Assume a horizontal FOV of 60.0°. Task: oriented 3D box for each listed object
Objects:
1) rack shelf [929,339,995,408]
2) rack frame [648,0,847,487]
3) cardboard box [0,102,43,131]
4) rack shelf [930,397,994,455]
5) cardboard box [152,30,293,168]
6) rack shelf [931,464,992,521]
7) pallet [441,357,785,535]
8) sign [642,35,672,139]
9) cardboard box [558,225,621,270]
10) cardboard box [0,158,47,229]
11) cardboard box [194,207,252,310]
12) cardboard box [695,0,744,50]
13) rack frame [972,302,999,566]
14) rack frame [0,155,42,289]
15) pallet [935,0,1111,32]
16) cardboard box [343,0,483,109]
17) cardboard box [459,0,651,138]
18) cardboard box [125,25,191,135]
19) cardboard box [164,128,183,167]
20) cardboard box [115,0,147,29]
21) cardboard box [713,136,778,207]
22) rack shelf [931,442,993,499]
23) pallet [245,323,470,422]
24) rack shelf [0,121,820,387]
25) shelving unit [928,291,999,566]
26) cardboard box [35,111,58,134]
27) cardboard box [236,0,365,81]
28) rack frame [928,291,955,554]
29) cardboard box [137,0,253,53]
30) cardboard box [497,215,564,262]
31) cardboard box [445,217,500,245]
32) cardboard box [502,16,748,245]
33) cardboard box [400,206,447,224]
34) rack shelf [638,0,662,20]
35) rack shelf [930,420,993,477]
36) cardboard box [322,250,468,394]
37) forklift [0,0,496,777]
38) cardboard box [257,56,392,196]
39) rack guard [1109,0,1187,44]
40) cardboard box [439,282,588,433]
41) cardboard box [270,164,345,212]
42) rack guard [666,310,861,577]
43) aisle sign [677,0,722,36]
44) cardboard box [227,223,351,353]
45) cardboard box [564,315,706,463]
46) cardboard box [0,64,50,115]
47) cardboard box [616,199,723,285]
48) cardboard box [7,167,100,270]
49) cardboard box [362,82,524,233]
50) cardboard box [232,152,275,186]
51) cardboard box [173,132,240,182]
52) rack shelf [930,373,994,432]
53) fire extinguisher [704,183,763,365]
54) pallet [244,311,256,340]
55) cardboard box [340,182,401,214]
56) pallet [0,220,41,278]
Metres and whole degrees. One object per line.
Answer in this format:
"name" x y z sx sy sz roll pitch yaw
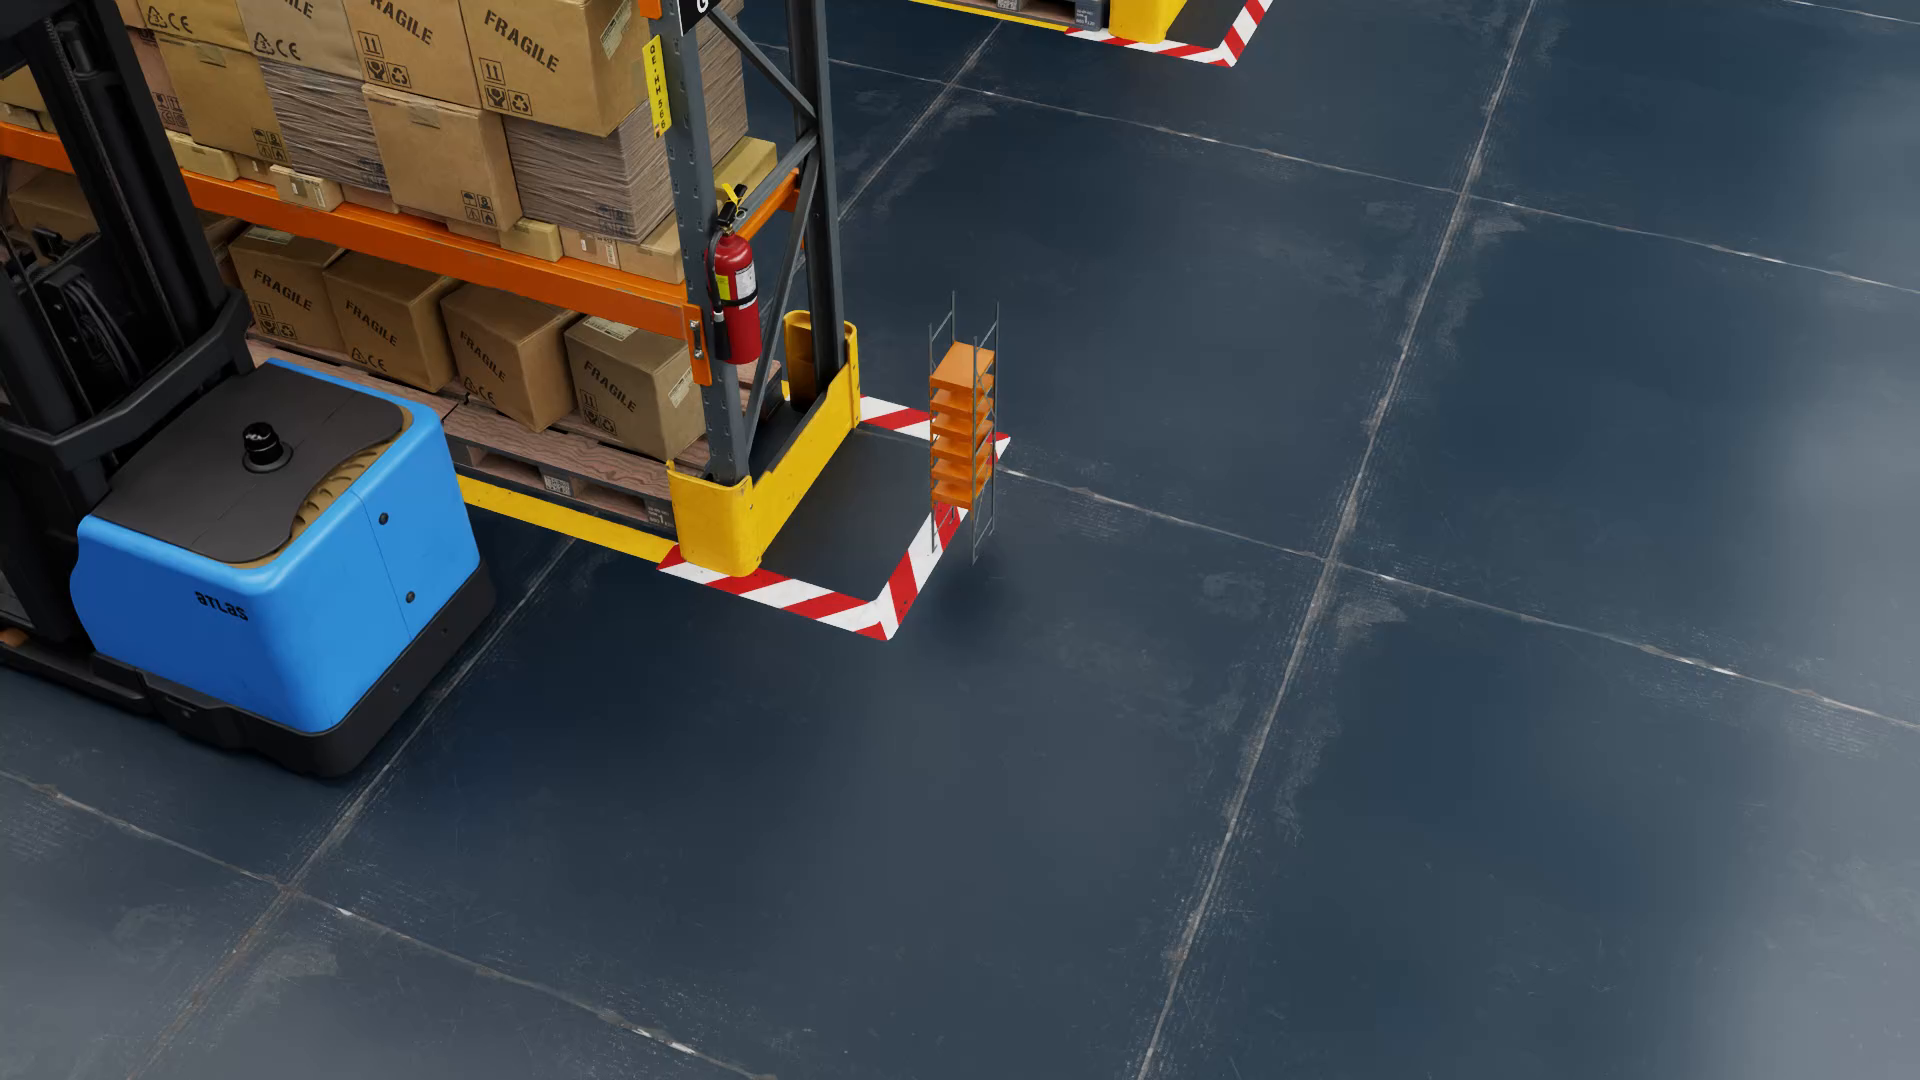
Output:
"rack shelf" 0.014 -0.645 6.439 0.180 0.103 0.258 16 47 16
"rack frame" -0.749 -1.300 6.268 0.127 3.000 1.000 16 47 16
"cardboard box" -3.891 -1.916 7.066 0.250 0.149 0.380 16 47 16
"rack shelf" 0.014 -0.475 6.608 0.180 0.103 0.258 16 47 16
"cardboard box" -2.655 -1.973 6.663 0.500 0.500 0.875 16 47 16
"rack shelf" 0.014 -0.220 6.862 0.180 0.103 0.258 16 47 16
"pallet" -1.555 -0.575 7.518 1.213 0.211 1.003 16 47 16
"sign" -0.981 -1.466 5.391 0.005 0.325 0.100 16 47 16
"cardboard box" -1.322 -1.222 6.368 0.250 0.149 0.380 16 47 16
"cardboard box" -4.999 -1.836 8.268 0.500 0.500 0.700 13 46 13
"cardboard box" -3.555 -1.363 7.807 0.500 0.500 0.500 32 53 28
"cardboard box" -1.151 -2.122 6.104 0.500 0.500 0.500 16 47 16
"rack frame" 0.098 -0.396 6.637 0.006 1.200 0.240 16 47 16
"rack frame" -4.440 -2.386 7.360 0.127 3.000 1.000 16 47 16
"pallet" 0.486 -3.679 10.637 1.213 0.211 1.003 16 47 16
"cardboard box" -1.815 -1.916 5.897 0.500 0.500 0.500 16 47 16
"cardboard box" -1.351 -1.783 5.764 0.500 0.500 0.500 16 47 16
"cardboard box" -3.101 -2.135 6.827 0.500 0.500 0.875 16 47 16
"cardboard box" -3.195 -1.719 6.868 0.250 0.149 0.380 16 47 16
"cardboard box" -3.200 -2.323 6.306 0.500 0.500 0.500 16 47 16
"cardboard box" -0.920 -1.443 6.591 0.250 0.149 0.380 16 47 16
"rack shelf" 0.014 -0.305 6.778 0.180 0.103 0.258 16 47 16
"pallet" -2.677 -0.908 7.852 1.213 0.211 1.003 16 47 16
"rack shelf" -2.595 -1.588 7.068 4.000 0.370 1.077 16 47 16
"shelving unit" 0.014 -0.421 6.662 0.189 1.200 0.258 16 47 16
"cardboard box" -3.656 -1.855 7.004 0.250 0.149 0.380 16 47 16
"cardboard box" -2.276 -2.053 6.035 0.500 0.500 0.500 16 47 16
"rack frame" -0.071 -0.446 6.687 0.006 1.200 0.240 16 47 16
"cardboard box" -2.734 -2.194 6.177 0.500 0.500 0.500 16 47 16
"cardboard box" -1.572 -1.256 6.403 0.250 0.149 0.380 16 47 16
"cardboard box" -1.797 -1.334 6.481 0.250 0.149 0.380 16 47 16
"cardboard box" -1.246 -1.608 6.296 0.500 0.500 0.875 16 47 16
"cardboard box" -2.012 -1.429 6.577 0.250 0.149 0.380 16 47 16
"rack shelf" -2.595 -2.651 6.010 4.000 0.370 1.077 16 47 16
"rack shelf" 0.014 -0.390 6.693 0.180 0.103 0.258 16 47 16
"cardboard box" -2.454 -1.065 7.507 0.500 0.500 0.500 21 48 19
"forklift" -3.444 -0.858 5.874 3.031 2.935 1.130 17 47 16
"cardboard box" -2.198 -1.829 6.519 0.500 0.500 0.875 16 47 16
"rack guard" 1.276 -3.608 10.361 0.348 0.500 1.175 16 47 16
"cardboard box" -1.883 -0.883 7.324 0.500 0.500 0.500 29 52 26
"cardboard box" -2.516 -1.493 6.640 0.250 0.149 0.380 16 47 16
"rack guard" -0.819 -0.434 7.171 0.348 0.500 1.175 16 47 16
"aisle sign" -0.807 -2.009 5.138 0.004 0.787 0.394 16 47 16
"cardboard box" -2.952 -1.246 7.689 0.500 0.500 0.500 13 46 12
"cardboard box" -1.319 -0.743 7.183 0.500 0.500 0.500 25 50 23
"cardboard box" -3.601 -2.206 6.897 0.500 0.500 0.875 16 47 16
"cardboard box" -1.091 -1.154 6.300 0.250 0.149 0.380 16 47 16
"cardboard box" -4.087 -1.514 7.958 0.500 0.500 0.500 15 47 15
"cardboard box" -1.753 -1.665 6.354 0.500 0.500 0.875 16 47 16
"cardboard box" -2.720 -1.606 6.754 0.250 0.149 0.380 16 47 16
"cardboard box" -2.968 -1.644 6.793 0.250 0.149 0.380 16 47 16
"rack shelf" 0.014 -0.560 6.524 0.180 0.103 0.258 16 47 16
"fire extinguisher" -0.820 -0.941 5.963 0.183 0.674 0.296 16 47 16
"pallet" -3.807 -1.238 8.184 1.213 0.211 1.003 16 47 16
"cardboard box" -2.251 -1.482 6.630 0.250 0.149 0.380 16 47 16
"pallet" -5.159 -1.608 8.555 1.213 0.211 1.003 16 47 16
